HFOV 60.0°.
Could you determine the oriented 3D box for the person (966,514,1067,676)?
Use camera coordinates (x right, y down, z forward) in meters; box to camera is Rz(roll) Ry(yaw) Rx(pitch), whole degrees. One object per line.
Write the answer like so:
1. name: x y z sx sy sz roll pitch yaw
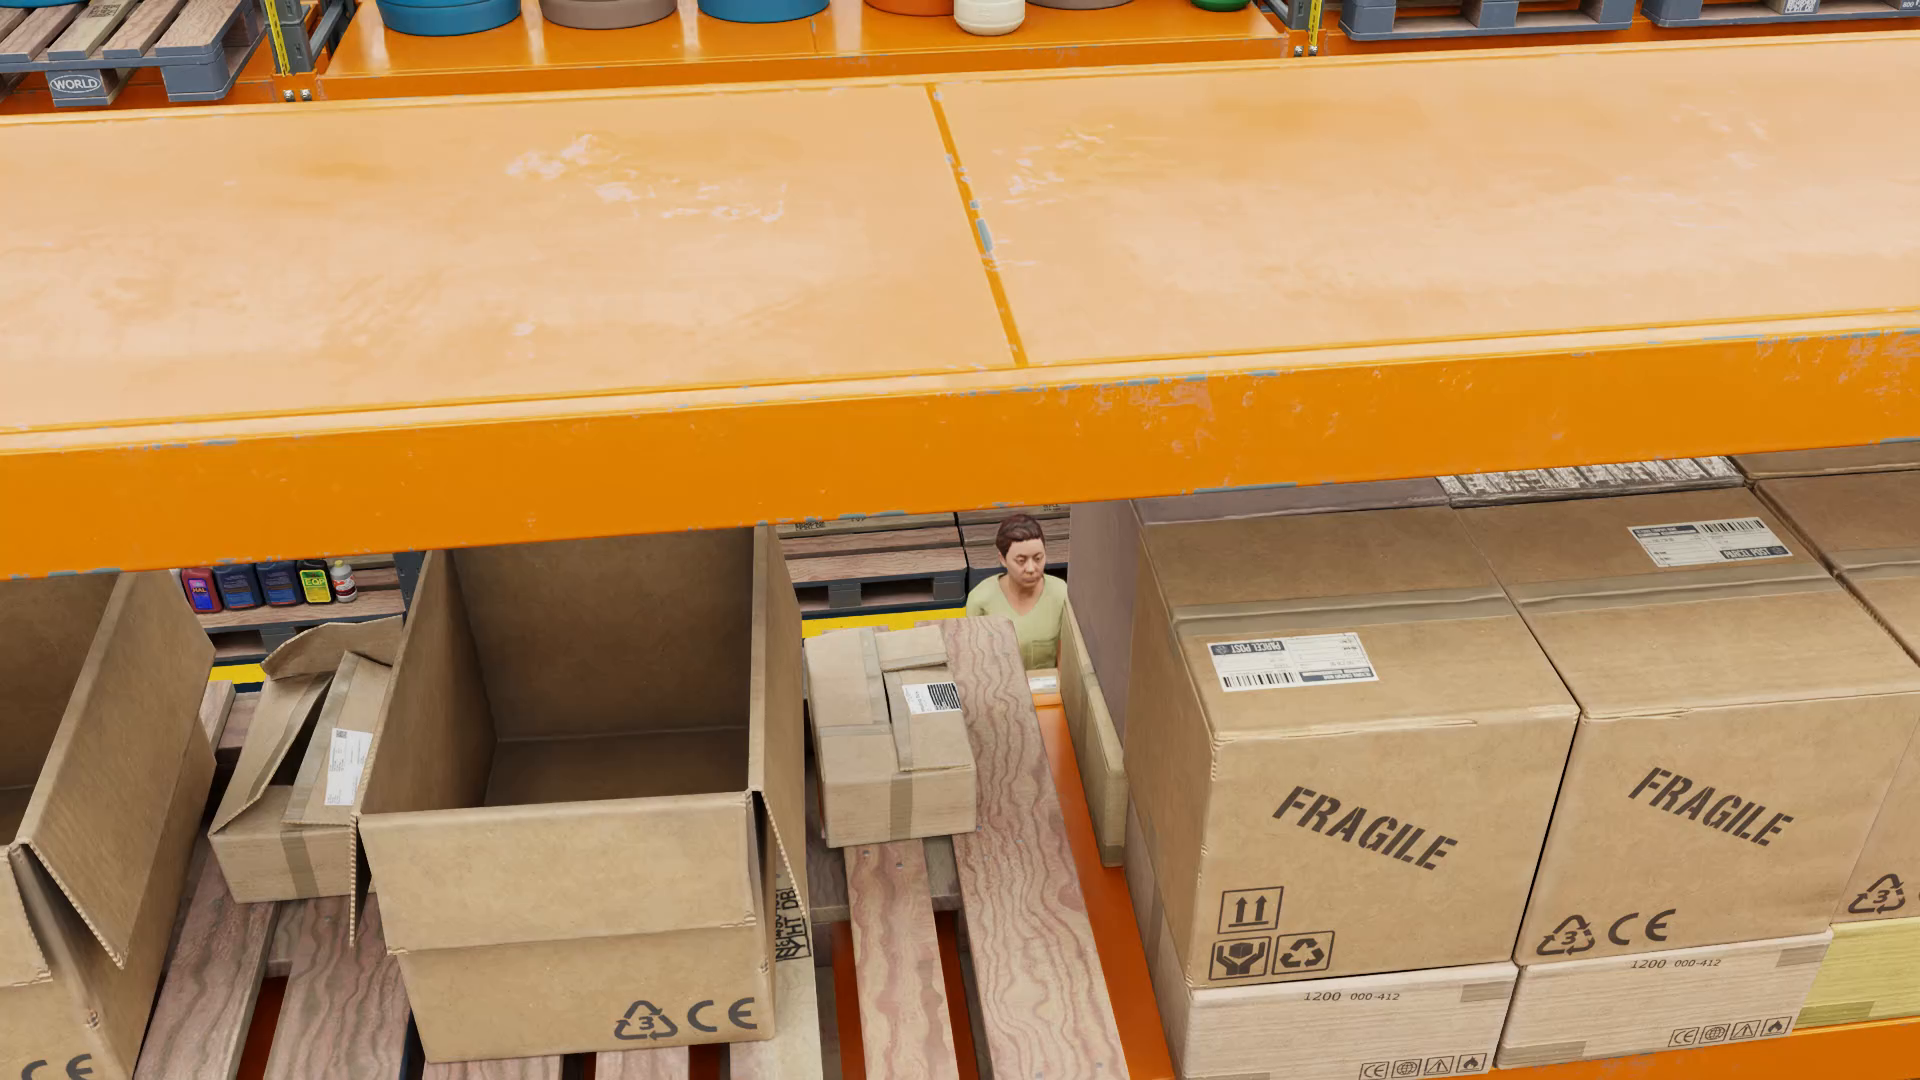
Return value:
1. person: 0.229 0.687 6.300 0.426 1.662 0.561 -4 35 -6
